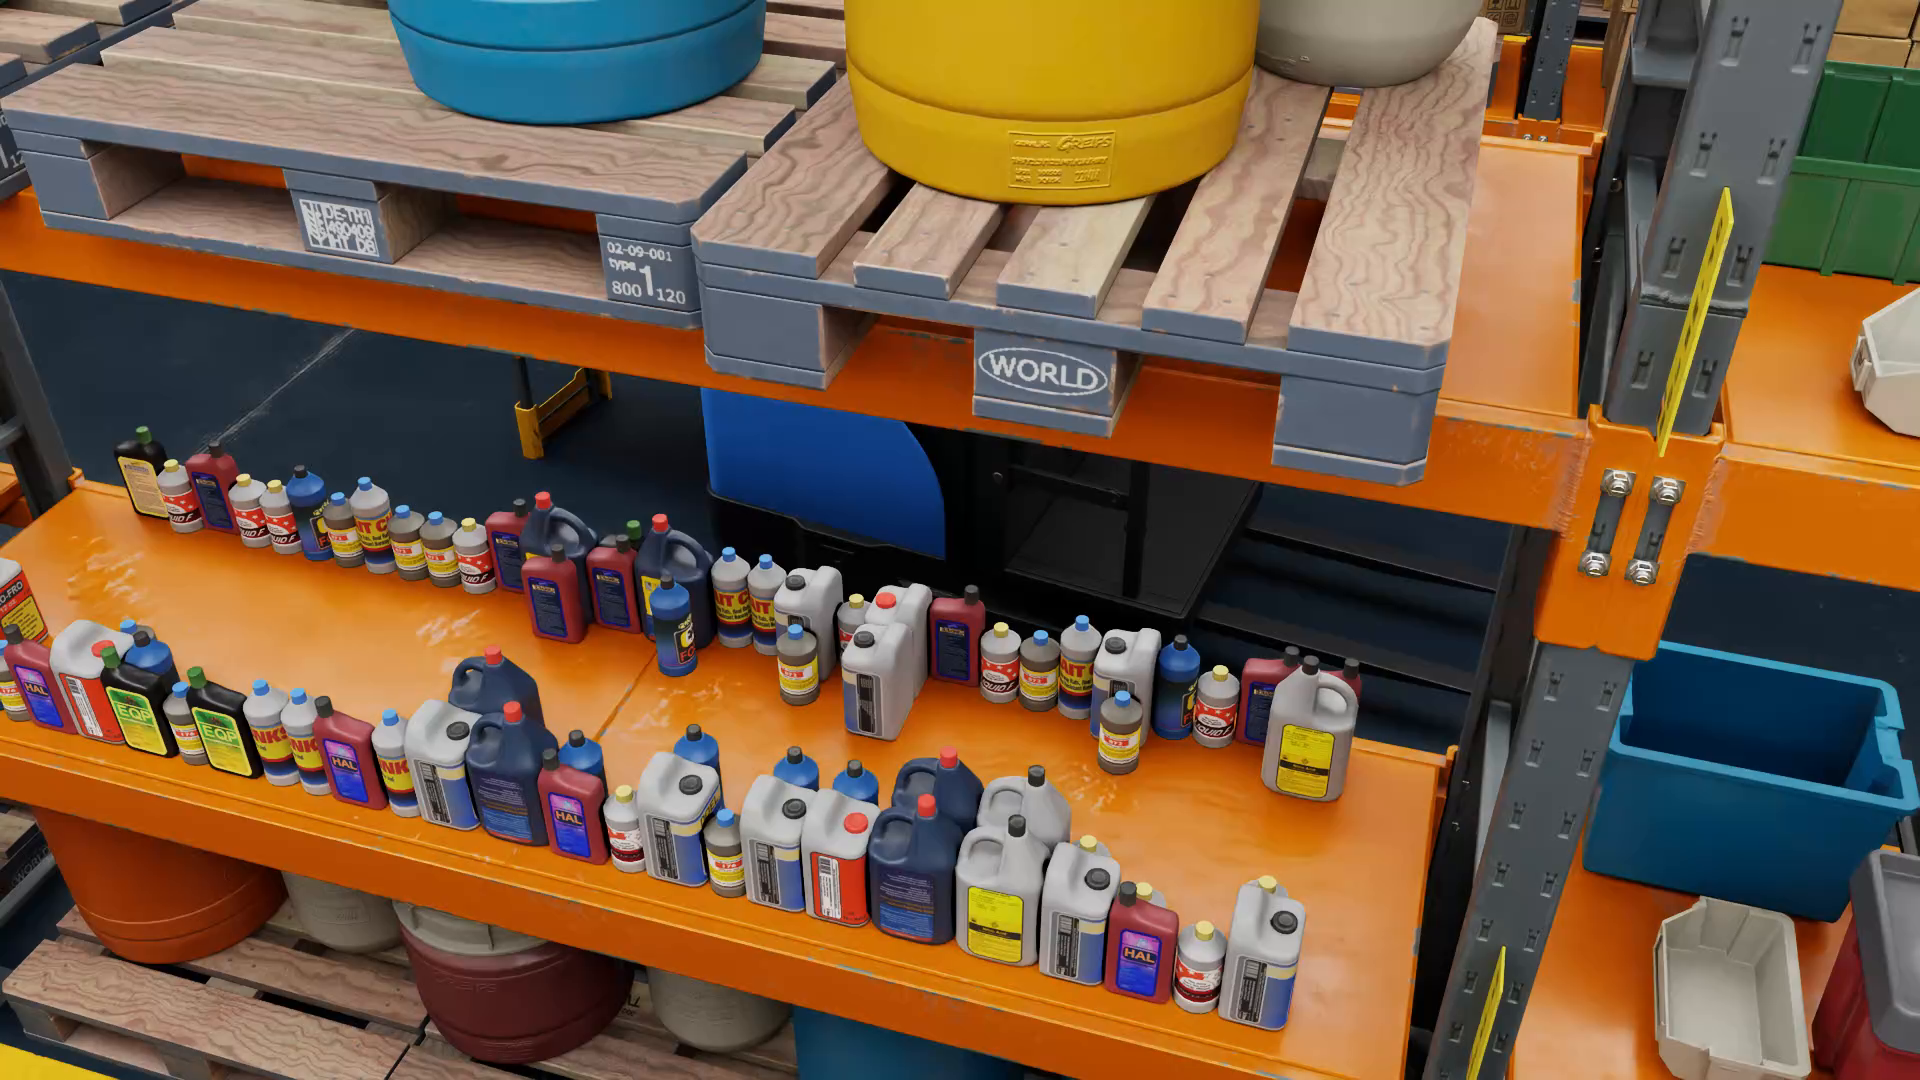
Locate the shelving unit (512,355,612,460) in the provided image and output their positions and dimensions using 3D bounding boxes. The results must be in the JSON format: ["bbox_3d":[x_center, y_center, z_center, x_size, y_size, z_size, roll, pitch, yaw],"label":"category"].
[{"bbox_3d":[-1.297,-0.995,6.837,1.083,1.500,0.587,15,39,19],"label":"shelving unit"}]

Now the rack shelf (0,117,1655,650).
[{"bbox_3d":[-0.846,-0.633,3.155,4.000,0.370,1.077,10,38,14],"label":"rack shelf"}]

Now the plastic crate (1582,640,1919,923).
[{"bbox_3d":[1.611,0.511,3.488,0.575,0.384,0.392,10,38,14],"label":"plastic crate"}]

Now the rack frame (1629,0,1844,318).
[{"bbox_3d":[1.063,-1.777,1.573,0.127,3.000,1.000,10,38,14],"label":"rack frame"}]

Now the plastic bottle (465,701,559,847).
[{"bbox_3d":[-0.963,0.487,3.599,0.185,0.351,0.144,10,38,14],"label":"plastic bottle"}]

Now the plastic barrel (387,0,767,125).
[{"bbox_3d":[-0.611,-1.155,2.481,0.708,0.901,0.600,10,38,14],"label":"plastic barrel"}]

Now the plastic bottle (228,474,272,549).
[{"bbox_3d":[-1.916,-0.086,4.504,0.097,0.201,0.097,0,36,0],"label":"plastic bottle"}]

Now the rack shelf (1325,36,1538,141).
[{"bbox_3d":[0.635,-2.227,7.852,4.000,0.370,1.077,10,38,14],"label":"rack shelf"}]

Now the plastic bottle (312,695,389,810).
[{"bbox_3d":[-1.349,0.469,3.681,0.133,0.283,0.061,10,38,14],"label":"plastic bottle"}]

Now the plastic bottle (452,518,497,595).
[{"bbox_3d":[-1.266,0.034,4.341,0.097,0.201,0.097,0,36,0],"label":"plastic bottle"}]

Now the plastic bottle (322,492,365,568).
[{"bbox_3d":[-1.638,-0.035,4.434,0.097,0.201,0.097,0,36,0],"label":"plastic bottle"}]

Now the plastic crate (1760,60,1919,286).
[{"bbox_3d":[1.558,-0.580,2.655,0.662,0.188,0.450,10,38,14],"label":"plastic crate"}]

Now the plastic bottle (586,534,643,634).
[{"bbox_3d":[-0.865,0.102,4.179,0.133,0.283,0.061,10,38,14],"label":"plastic bottle"}]

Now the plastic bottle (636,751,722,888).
[{"bbox_3d":[-0.589,0.584,3.531,0.135,0.276,0.152,10,38,14],"label":"plastic bottle"}]

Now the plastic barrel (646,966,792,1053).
[{"bbox_3d":[-0.639,1.091,4.482,0.421,0.512,0.421,0,36,0],"label":"plastic barrel"}]

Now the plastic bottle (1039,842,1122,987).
[{"bbox_3d":[0.242,0.738,3.322,0.135,0.276,0.152,10,38,14],"label":"plastic bottle"}]

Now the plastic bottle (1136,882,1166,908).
[{"bbox_3d":[0.363,0.769,3.342,0.097,0.201,0.097,0,36,0],"label":"plastic bottle"}]

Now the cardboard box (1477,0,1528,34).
[{"bbox_3d":[2.158,-2.582,7.290,0.500,0.500,0.700,-1,36,-2],"label":"cardboard box"}]

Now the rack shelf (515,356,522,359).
[{"bbox_3d":[-1.305,-0.852,6.946,1.000,0.185,0.538,15,39,19],"label":"rack shelf"}]

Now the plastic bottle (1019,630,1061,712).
[{"bbox_3d":[0.190,0.304,3.974,0.097,0.201,0.097,0,36,0],"label":"plastic bottle"}]

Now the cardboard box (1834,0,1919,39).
[{"bbox_3d":[3.402,-2.272,6.379,0.500,0.500,0.500,9,37,12],"label":"cardboard box"}]

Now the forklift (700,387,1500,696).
[{"bbox_3d":[0.568,-1.026,5.671,3.031,2.935,1.130,15,39,20],"label":"forklift"}]

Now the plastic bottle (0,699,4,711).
[{"bbox_3d":[-2.335,0.279,3.949,0.097,0.271,0.097,0,36,0],"label":"plastic bottle"}]

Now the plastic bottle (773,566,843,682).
[{"bbox_3d":[-0.370,0.187,4.070,0.135,0.276,0.152,10,38,14],"label":"plastic bottle"}]

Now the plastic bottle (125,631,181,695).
[{"bbox_3d":[-1.876,0.327,3.884,0.097,0.271,0.097,0,36,0],"label":"plastic bottle"}]

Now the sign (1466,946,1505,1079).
[{"bbox_3d":[0.898,0.839,2.847,0.005,0.325,0.100,10,38,14],"label":"sign"}]

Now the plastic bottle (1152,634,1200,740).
[{"bbox_3d":[0.505,0.334,3.874,0.097,0.271,0.097,0,36,0],"label":"plastic bottle"}]

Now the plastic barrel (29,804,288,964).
[{"bbox_3d":[-2.283,0.714,4.726,0.708,0.830,0.600,10,38,14],"label":"plastic barrel"}]

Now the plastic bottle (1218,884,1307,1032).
[{"bbox_3d":[0.591,0.802,3.234,0.135,0.276,0.152,10,38,14],"label":"plastic bottle"}]

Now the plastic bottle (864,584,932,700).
[{"bbox_3d":[-0.149,0.228,4.014,0.135,0.276,0.152,10,38,14],"label":"plastic bottle"}]

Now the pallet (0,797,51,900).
[{"bbox_3d":[-3.483,0.896,5.354,1.213,0.211,1.003,10,38,14],"label":"pallet"}]

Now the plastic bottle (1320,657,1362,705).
[{"bbox_3d":[0.841,0.380,3.802,0.133,0.283,0.061,10,38,14],"label":"plastic bottle"}]

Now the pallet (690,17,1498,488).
[{"bbox_3d":[0.286,-0.576,2.631,1.003,0.211,1.213,10,38,14],"label":"pallet"}]

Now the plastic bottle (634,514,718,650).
[{"bbox_3d":[-0.707,0.092,4.136,0.185,0.351,0.144,10,38,14],"label":"plastic bottle"}]

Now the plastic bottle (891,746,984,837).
[{"bbox_3d":[-0.045,0.567,3.490,0.185,0.351,0.144,10,38,14],"label":"plastic bottle"}]

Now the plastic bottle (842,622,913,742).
[{"bbox_3d":[-0.194,0.314,3.897,0.135,0.276,0.152,10,38,14],"label":"plastic bottle"}]

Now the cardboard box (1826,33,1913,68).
[{"bbox_3d":[3.439,-1.870,6.676,0.500,0.500,0.500,11,38,15],"label":"cardboard box"}]

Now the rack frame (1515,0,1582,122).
[{"bbox_3d":[2.544,-2.163,7.158,0.127,3.000,1.000,10,38,14],"label":"rack frame"}]

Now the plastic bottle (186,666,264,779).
[{"bbox_3d":[-1.662,0.411,3.760,0.133,0.283,0.061,10,38,14],"label":"plastic bottle"}]

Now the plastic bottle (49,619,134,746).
[{"bbox_3d":[-1.996,0.323,3.885,0.135,0.276,0.152,10,38,14],"label":"plastic bottle"}]

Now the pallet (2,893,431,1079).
[{"bbox_3d":[-1.990,1.171,4.981,1.213,0.211,1.003,10,38,14],"label":"pallet"}]

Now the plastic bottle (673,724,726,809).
[{"bbox_3d":[-0.570,0.512,3.633,0.097,0.271,0.097,0,36,0],"label":"plastic bottle"}]

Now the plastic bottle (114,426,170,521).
[{"bbox_3d":[-2.241,-0.191,4.577,0.133,0.283,0.061,10,38,14],"label":"plastic bottle"}]

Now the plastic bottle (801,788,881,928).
[{"bbox_3d":[-0.239,0.649,3.443,0.135,0.276,0.152,10,38,14],"label":"plastic bottle"}]
